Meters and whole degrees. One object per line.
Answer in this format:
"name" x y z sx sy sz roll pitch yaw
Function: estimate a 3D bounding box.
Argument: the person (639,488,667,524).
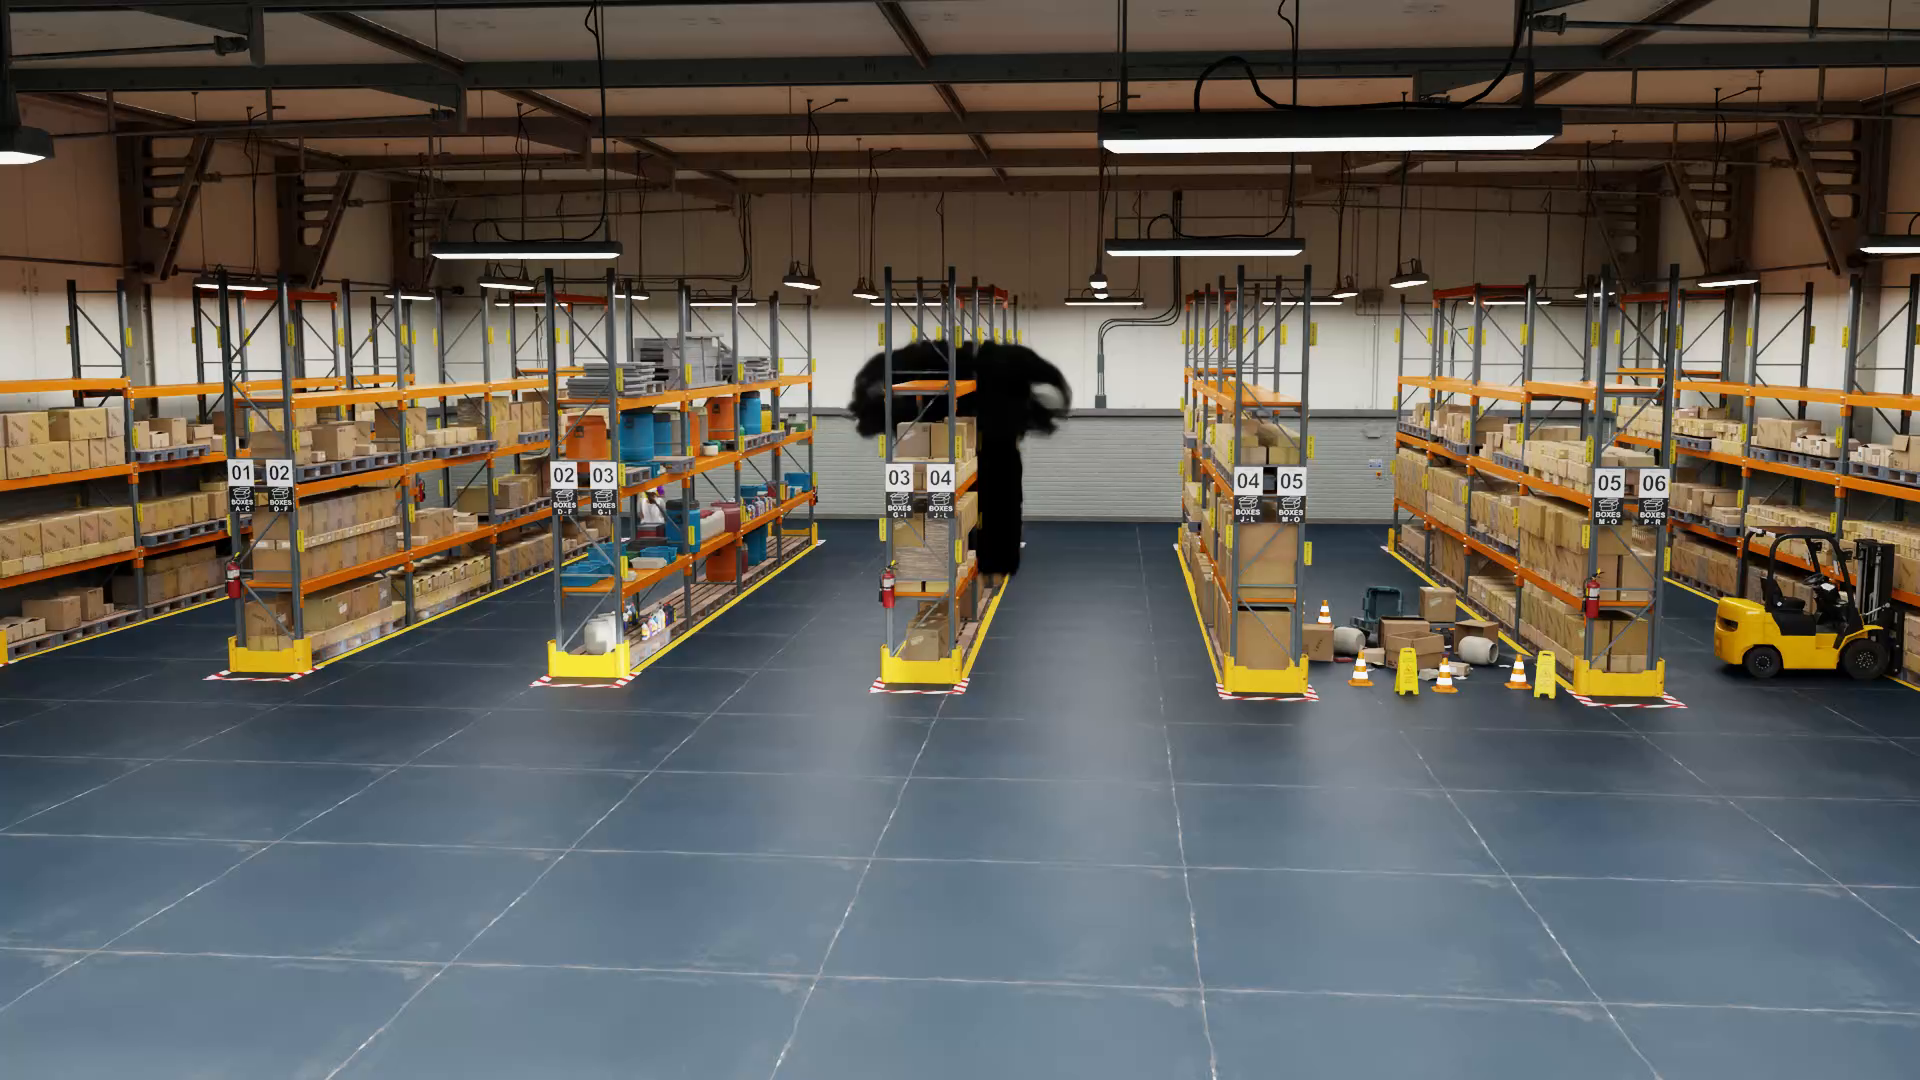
"person" -6.500 -0.298 35.369 0.675 1.729 0.866 1 7 5

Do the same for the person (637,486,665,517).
"person" -7.485 -0.781 40.190 0.702 1.753 0.989 -2 7 -14

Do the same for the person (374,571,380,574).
"person" -12.430 -0.115 35.325 0.616 1.678 0.569 0 7 4
